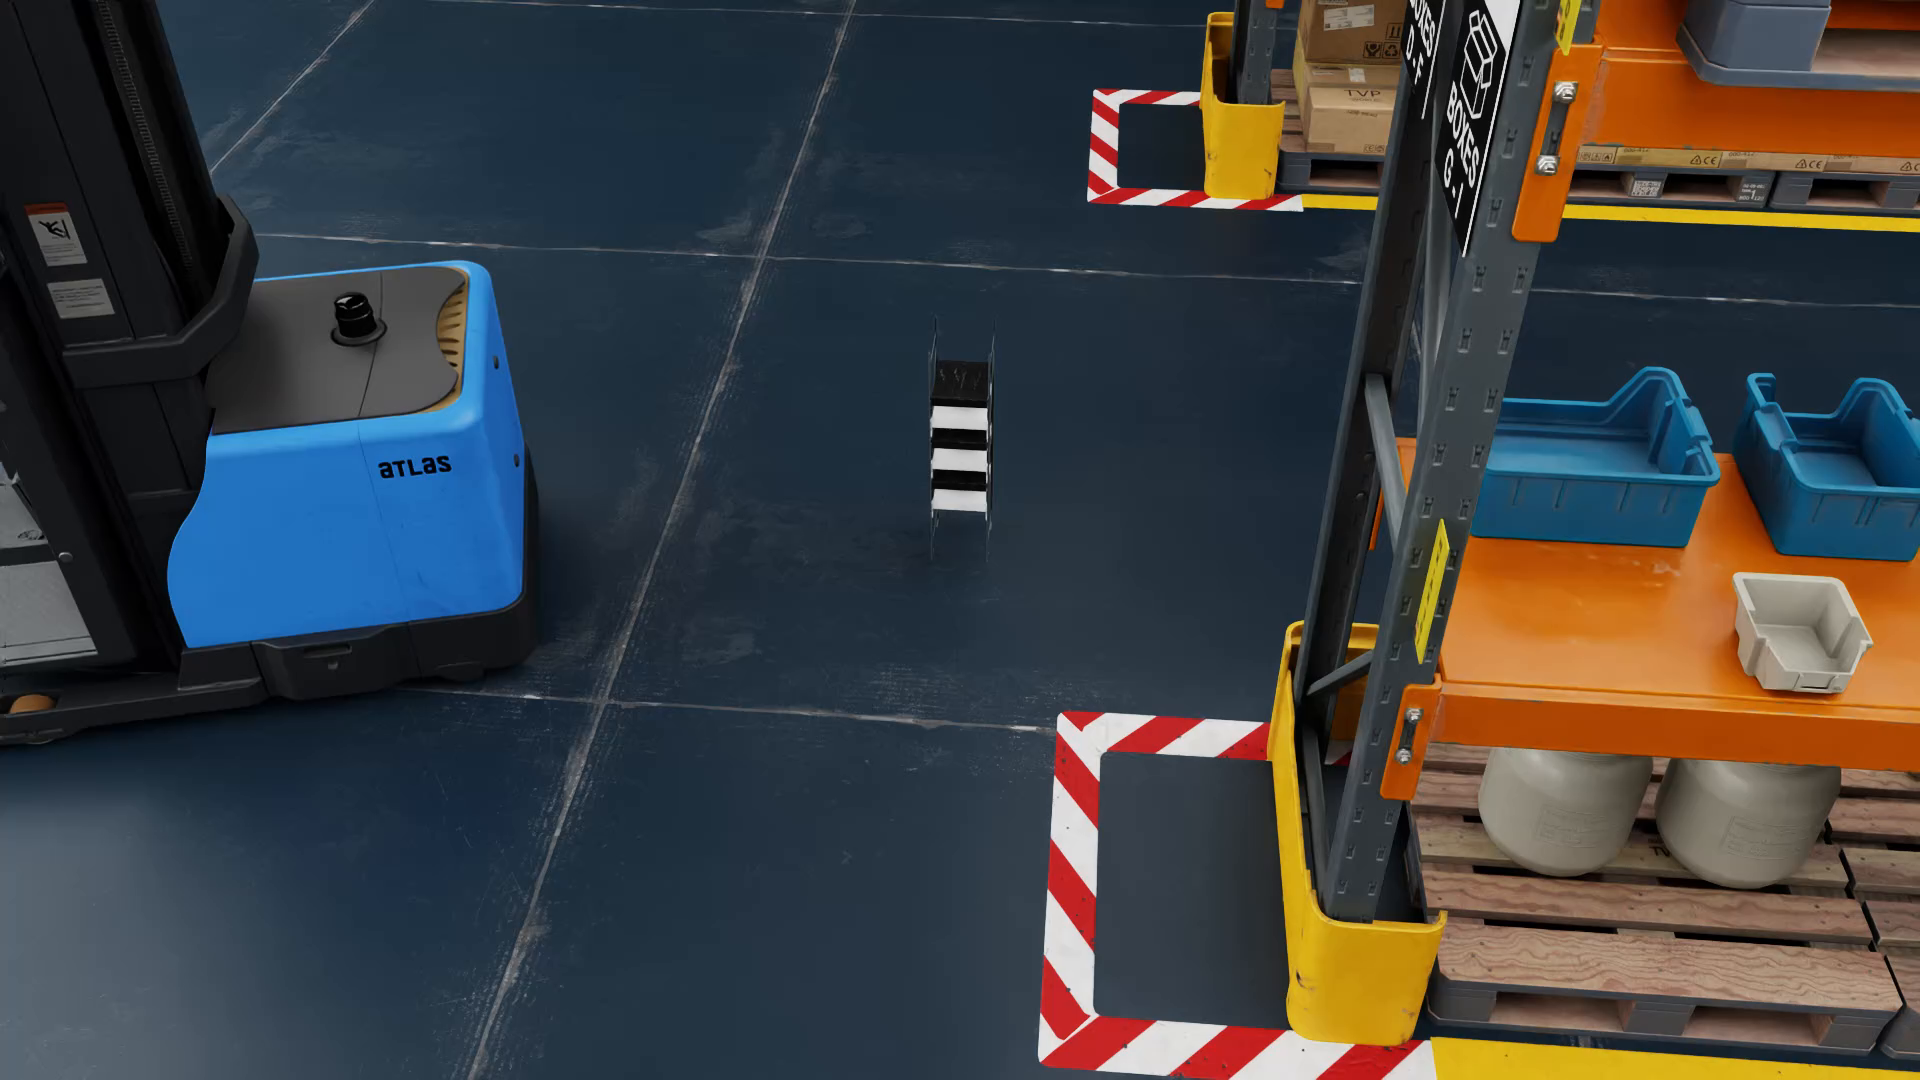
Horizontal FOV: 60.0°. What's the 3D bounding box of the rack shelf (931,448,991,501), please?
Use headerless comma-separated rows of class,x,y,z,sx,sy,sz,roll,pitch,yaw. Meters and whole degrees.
rack shelf,0.008,-0.253,6.043,0.200,0.077,0.258,3,39,4

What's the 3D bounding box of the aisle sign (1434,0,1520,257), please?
aisle sign,0.951,-0.954,2.987,0.004,0.787,0.394,3,39,4

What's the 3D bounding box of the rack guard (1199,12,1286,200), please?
rack guard,1.455,-2.273,8.647,0.348,0.500,1.175,3,39,4

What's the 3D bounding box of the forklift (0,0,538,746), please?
forklift,-3.017,-0.810,4.923,3.031,2.935,1.130,-7,40,-8

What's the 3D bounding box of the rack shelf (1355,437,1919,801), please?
rack shelf,3.040,0.261,4.123,4.000,0.370,1.077,3,39,4

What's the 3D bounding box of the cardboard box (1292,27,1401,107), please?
cardboard box,2.039,-2.495,8.784,0.500,0.250,0.500,3,39,4

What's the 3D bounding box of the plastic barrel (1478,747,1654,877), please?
plastic barrel,1.710,0.663,4.697,0.421,0.512,0.421,0,39,0

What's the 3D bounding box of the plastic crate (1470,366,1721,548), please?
plastic crate,1.572,-0.230,4.274,0.616,0.251,0.499,3,39,4

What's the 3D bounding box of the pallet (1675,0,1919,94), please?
pallet,1.863,-1.110,3.011,1.213,0.211,1.003,3,39,4

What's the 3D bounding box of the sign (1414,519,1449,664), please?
sign,0.996,0.112,3.517,0.005,0.325,0.100,3,39,4

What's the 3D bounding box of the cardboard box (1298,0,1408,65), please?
cardboard box,2.039,-2.787,8.549,0.500,0.500,0.500,3,39,4

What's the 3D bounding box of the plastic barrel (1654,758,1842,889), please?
plastic barrel,2.209,0.691,4.664,0.421,0.512,0.421,0,39,0

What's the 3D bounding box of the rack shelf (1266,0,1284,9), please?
rack shelf,3.471,-2.854,7.950,4.000,0.370,1.077,3,39,4

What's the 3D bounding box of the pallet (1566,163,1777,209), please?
pallet,3.456,-2.077,8.634,1.213,0.211,1.003,3,39,4

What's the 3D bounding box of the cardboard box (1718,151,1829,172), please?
cardboard box,3.986,-2.059,8.249,0.500,0.250,0.500,3,39,4

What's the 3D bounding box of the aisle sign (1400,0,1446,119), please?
aisle sign,1.002,-1.325,3.443,0.004,0.787,0.394,3,39,4

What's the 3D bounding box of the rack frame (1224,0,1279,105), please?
rack frame,1.479,-3.242,7.856,0.127,3.000,1.000,3,39,4

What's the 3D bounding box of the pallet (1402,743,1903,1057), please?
pallet,1.936,0.977,4.882,1.213,0.211,1.003,3,39,4

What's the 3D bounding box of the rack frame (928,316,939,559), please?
rack frame,-0.093,-0.354,5.972,0.006,0.900,0.240,3,39,4

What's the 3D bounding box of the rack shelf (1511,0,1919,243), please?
rack shelf,3.040,-0.902,3.176,4.000,0.370,1.077,3,39,4

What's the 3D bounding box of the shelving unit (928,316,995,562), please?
shelving unit,0.008,-0.349,5.965,0.210,0.900,0.258,3,39,4

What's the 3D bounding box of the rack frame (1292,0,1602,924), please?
rack frame,1.048,-0.126,4.029,0.127,3.000,1.000,3,39,4

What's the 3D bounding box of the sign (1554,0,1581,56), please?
sign,0.996,-0.948,2.655,0.005,0.325,0.100,3,39,4

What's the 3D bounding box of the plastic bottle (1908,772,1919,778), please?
plastic bottle,2.915,0.612,4.990,0.097,0.201,0.097,0,39,0

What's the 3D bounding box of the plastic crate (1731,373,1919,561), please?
plastic crate,2.219,-0.191,4.226,0.408,0.251,0.499,3,39,4

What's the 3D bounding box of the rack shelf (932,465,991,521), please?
rack shelf,0.008,-0.183,6.100,0.200,0.077,0.258,3,39,4

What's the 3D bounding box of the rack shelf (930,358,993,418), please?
rack shelf,0.008,-0.532,5.816,0.200,0.077,0.258,3,39,4

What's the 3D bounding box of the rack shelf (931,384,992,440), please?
rack shelf,0.008,-0.462,5.873,0.200,0.077,0.258,3,39,4

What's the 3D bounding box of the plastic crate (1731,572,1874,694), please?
plastic crate,1.911,0.227,3.804,0.250,0.136,0.298,3,39,4

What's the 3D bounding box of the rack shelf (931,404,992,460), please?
rack shelf,0.008,-0.393,5.930,0.200,0.077,0.258,3,39,4

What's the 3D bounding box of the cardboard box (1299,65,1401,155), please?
cardboard box,1.994,-2.169,8.384,0.500,0.250,0.500,3,39,4

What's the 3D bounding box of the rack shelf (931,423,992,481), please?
rack shelf,0.008,-0.323,5.986,0.200,0.077,0.258,3,39,4

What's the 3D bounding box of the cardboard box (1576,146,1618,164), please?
cardboard box,2.990,-2.116,8.320,0.500,0.250,0.500,3,39,4

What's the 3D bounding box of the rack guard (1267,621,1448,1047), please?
rack guard,1.127,0.818,4.850,0.348,0.500,1.175,3,39,4

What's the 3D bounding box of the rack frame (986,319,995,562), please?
rack frame,0.109,-0.343,5.959,0.006,0.900,0.240,3,39,4

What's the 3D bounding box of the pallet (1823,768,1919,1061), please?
pallet,3.148,1.045,4.799,1.213,0.211,1.003,3,39,4

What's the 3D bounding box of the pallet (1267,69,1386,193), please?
pallet,2.244,-2.145,8.718,1.213,0.211,1.003,3,39,4

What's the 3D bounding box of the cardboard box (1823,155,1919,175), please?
cardboard box,4.486,-2.041,8.227,0.500,0.250,0.500,3,39,4

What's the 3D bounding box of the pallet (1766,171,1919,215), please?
pallet,4.675,-2.012,8.554,1.213,0.211,1.003,3,39,4

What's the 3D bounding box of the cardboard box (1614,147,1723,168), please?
cardboard box,3.488,-2.086,8.282,0.500,0.250,0.500,3,39,4
